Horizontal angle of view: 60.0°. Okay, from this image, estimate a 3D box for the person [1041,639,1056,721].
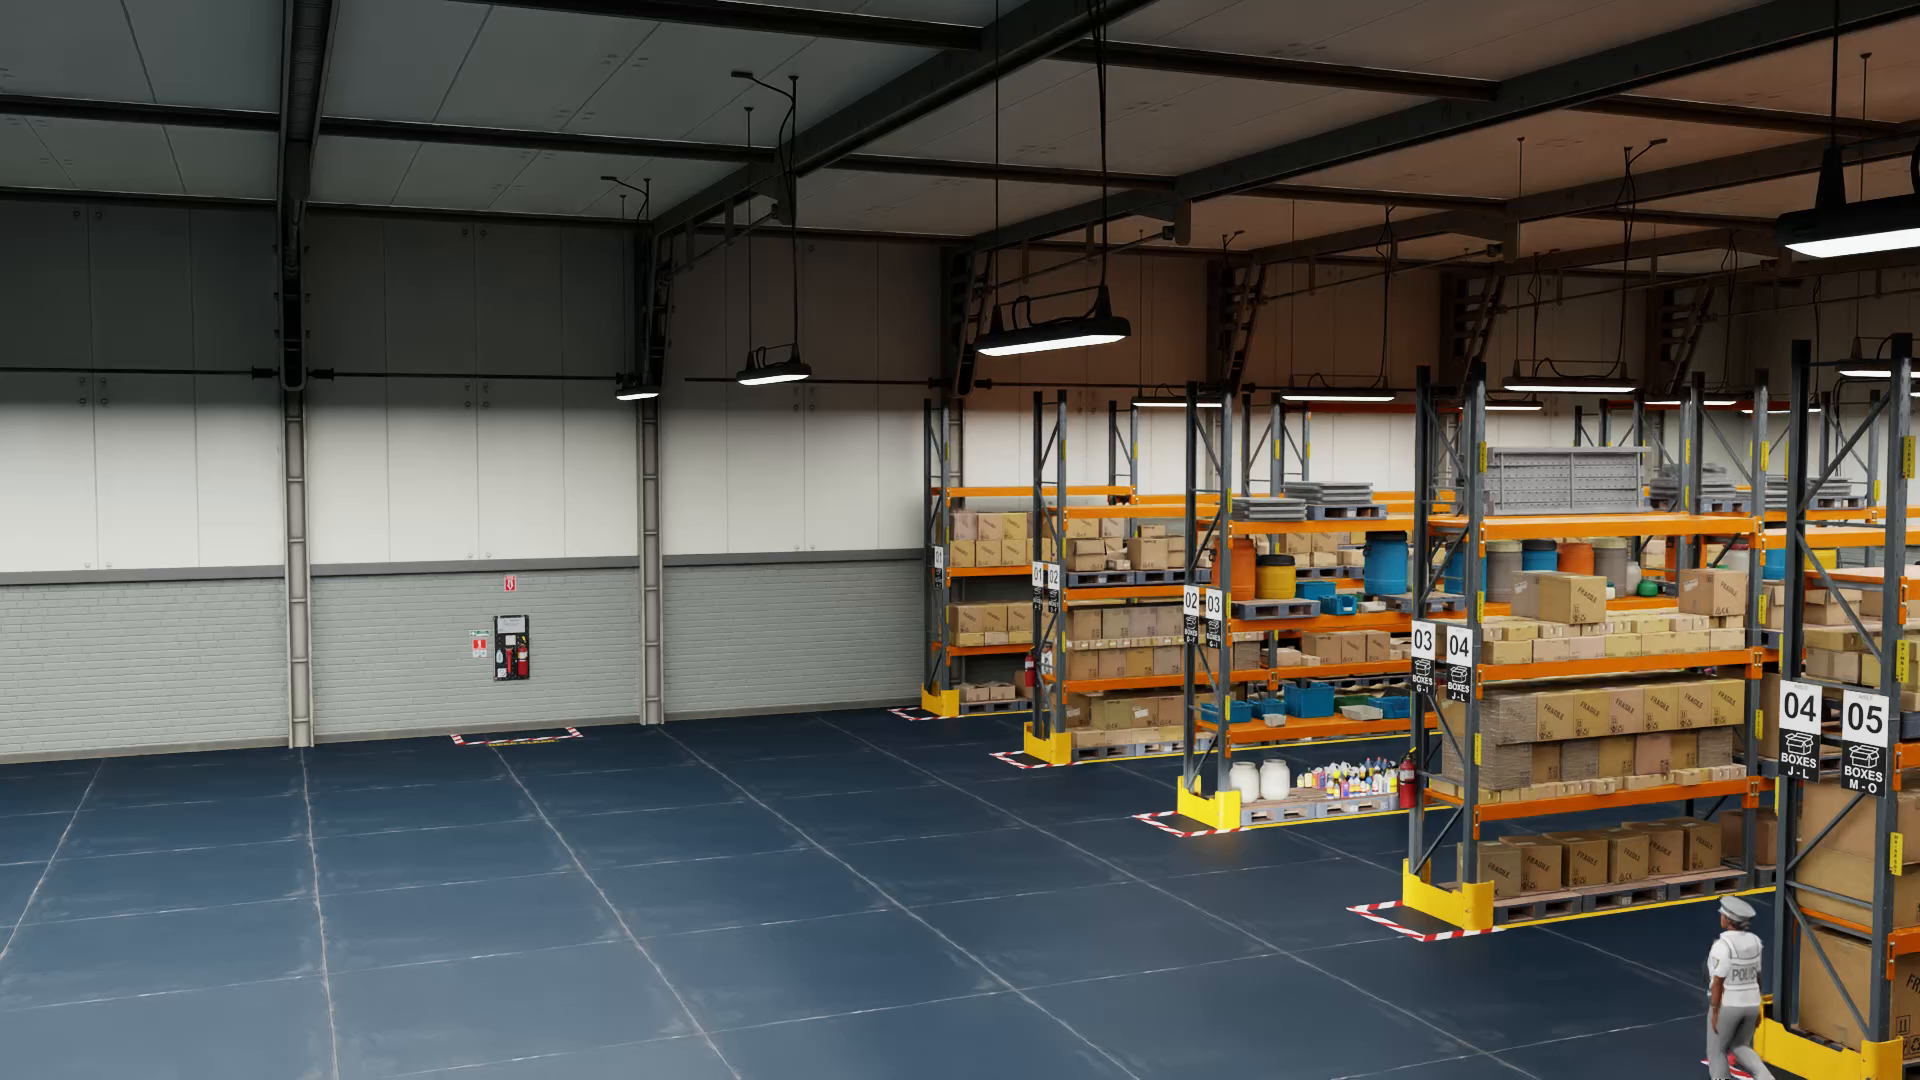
[{"bbox_3d":[1.547,2.592,29.633,0.674,1.674,0.535,-2,4,-36],"label":"person"}]

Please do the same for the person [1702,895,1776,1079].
[{"bbox_3d":[5.935,3.561,12.657,0.462,1.670,0.619,-1,4,-23],"label":"person"}]
